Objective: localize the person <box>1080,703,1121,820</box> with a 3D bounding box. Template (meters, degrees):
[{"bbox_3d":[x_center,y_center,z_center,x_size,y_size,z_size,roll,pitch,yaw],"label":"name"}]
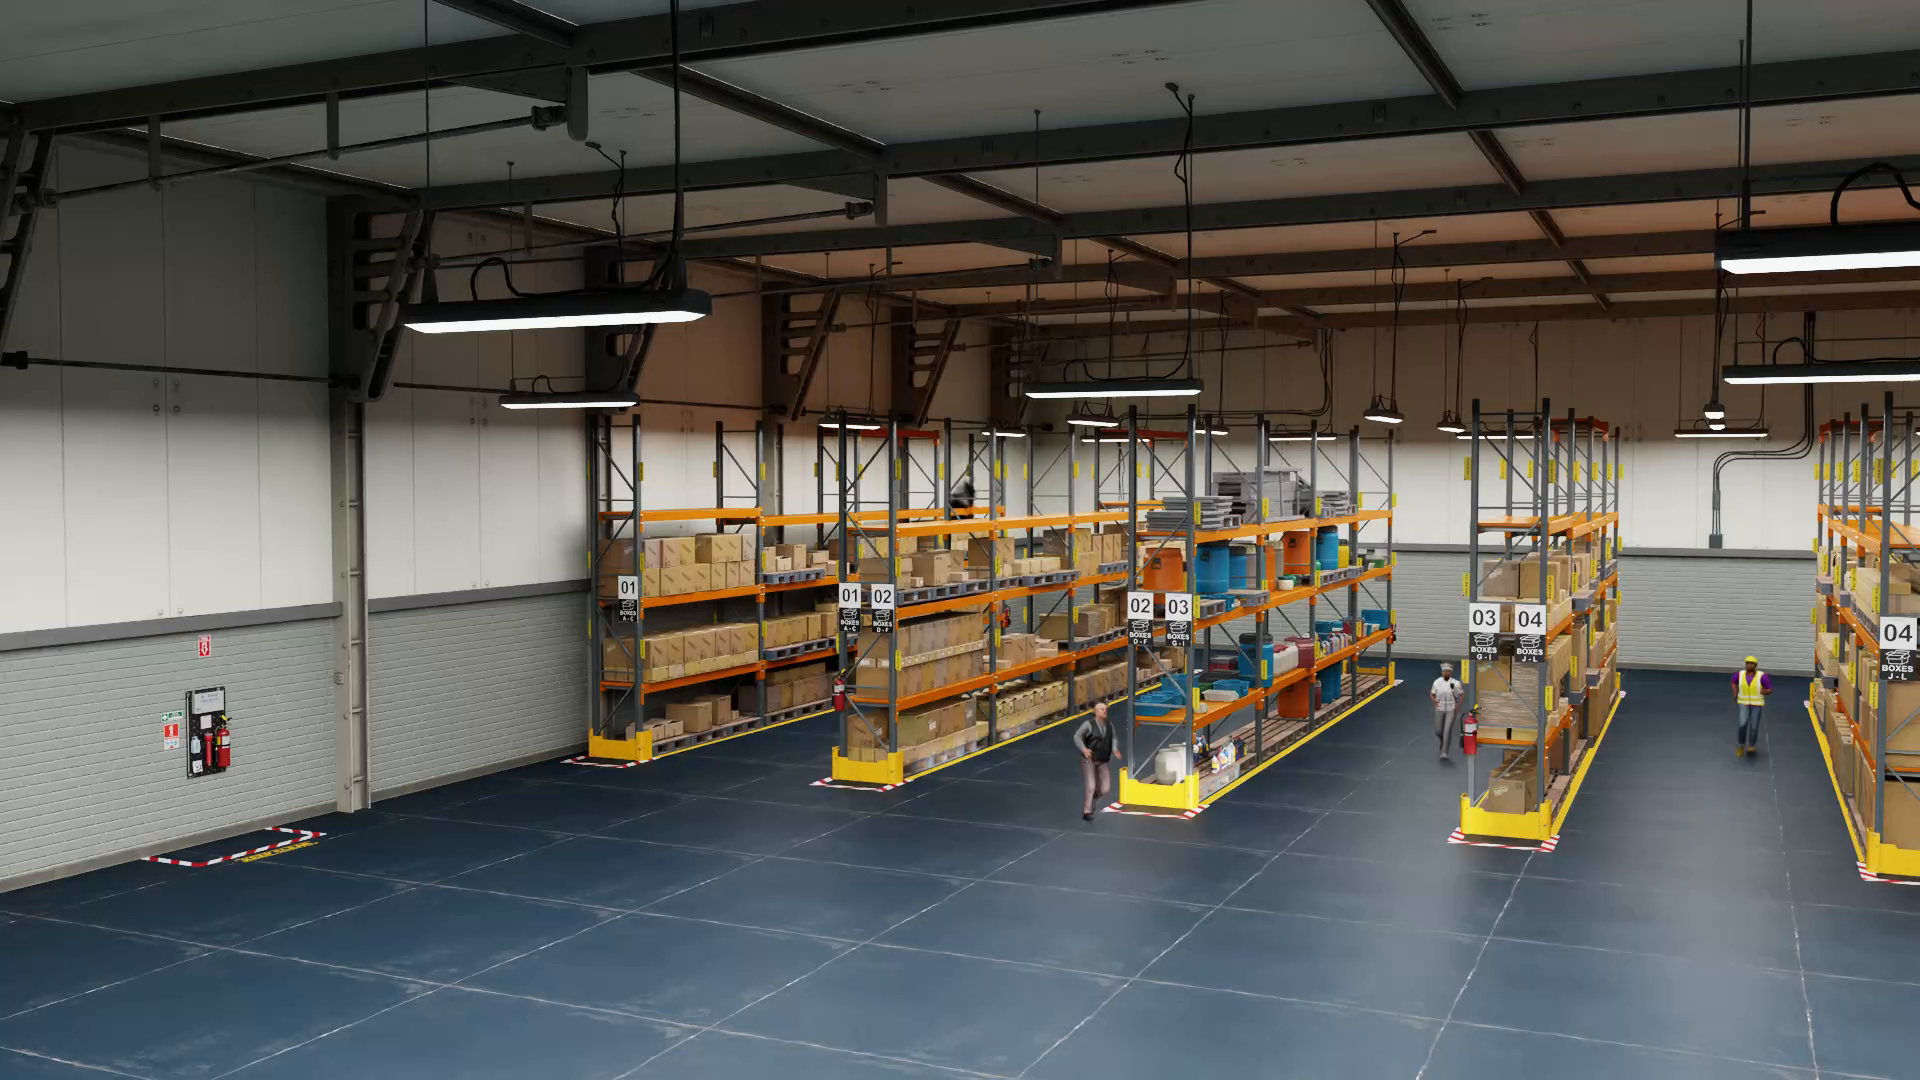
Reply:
[{"bbox_3d":[1.965,3.187,23.938,0.631,1.677,0.577,-1,2,-20],"label":"person"}]

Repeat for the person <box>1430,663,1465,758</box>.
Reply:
[{"bbox_3d":[8.534,2.971,29.140,0.575,1.655,0.649,1,3,22],"label":"person"}]

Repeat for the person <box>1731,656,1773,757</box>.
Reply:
[{"bbox_3d":[13.915,2.936,29.251,0.678,1.805,0.709,1,3,29],"label":"person"}]
